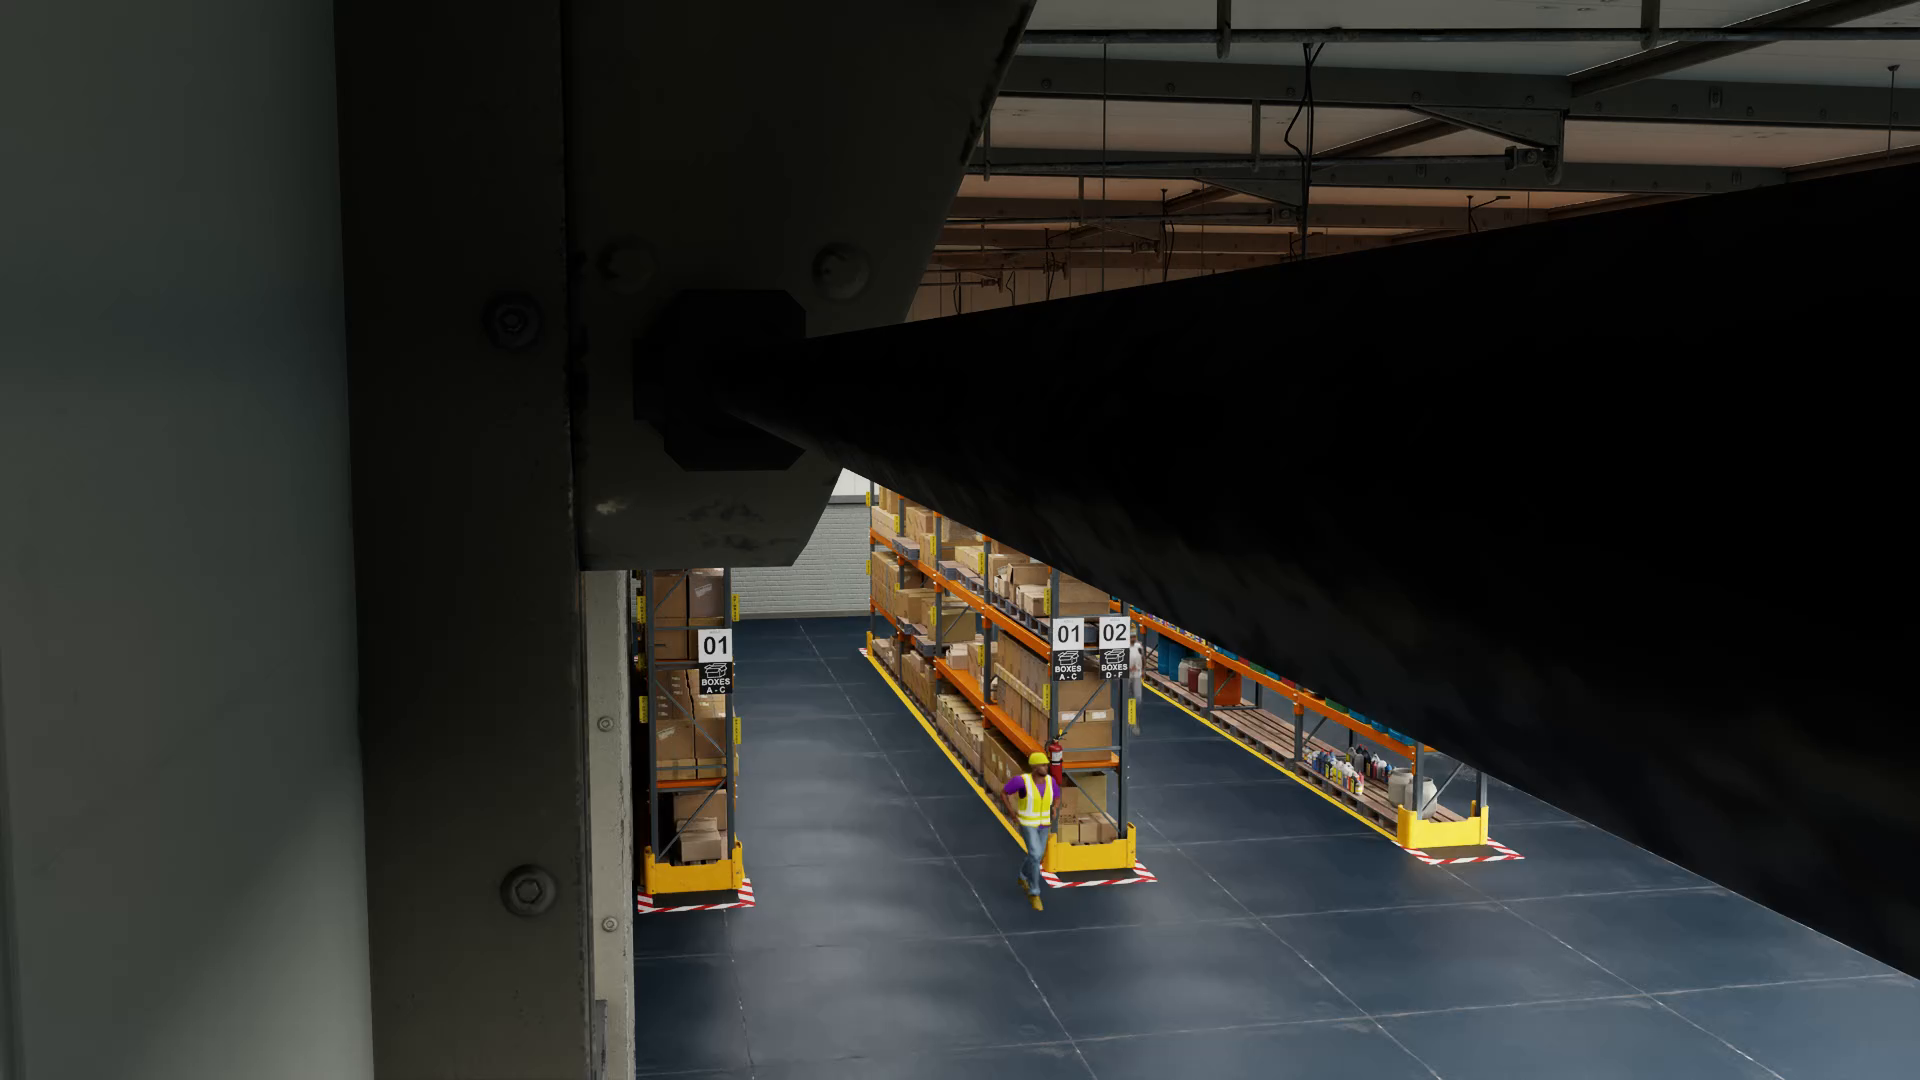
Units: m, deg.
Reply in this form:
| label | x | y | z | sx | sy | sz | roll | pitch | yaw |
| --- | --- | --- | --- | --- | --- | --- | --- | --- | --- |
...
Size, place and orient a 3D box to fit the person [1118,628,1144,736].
| label | x | y | z | sx | sy | sz | roll | pitch | yaw |
| --- | --- | --- | --- | --- | --- | --- | --- | --- | --- |
| person | 2.856 | 2.347 | 27.665 | 0.584 | 1.805 | 0.699 | -2 | 6 | -15 |

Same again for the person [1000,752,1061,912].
| label | x | y | z | sx | sy | sz | roll | pitch | yaw |
| --- | --- | --- | --- | --- | --- | --- | --- | --- | --- |
| person | 0.907 | 3.406 | 19.721 | 0.703 | 1.801 | 0.832 | -4 | 7 | -32 |
